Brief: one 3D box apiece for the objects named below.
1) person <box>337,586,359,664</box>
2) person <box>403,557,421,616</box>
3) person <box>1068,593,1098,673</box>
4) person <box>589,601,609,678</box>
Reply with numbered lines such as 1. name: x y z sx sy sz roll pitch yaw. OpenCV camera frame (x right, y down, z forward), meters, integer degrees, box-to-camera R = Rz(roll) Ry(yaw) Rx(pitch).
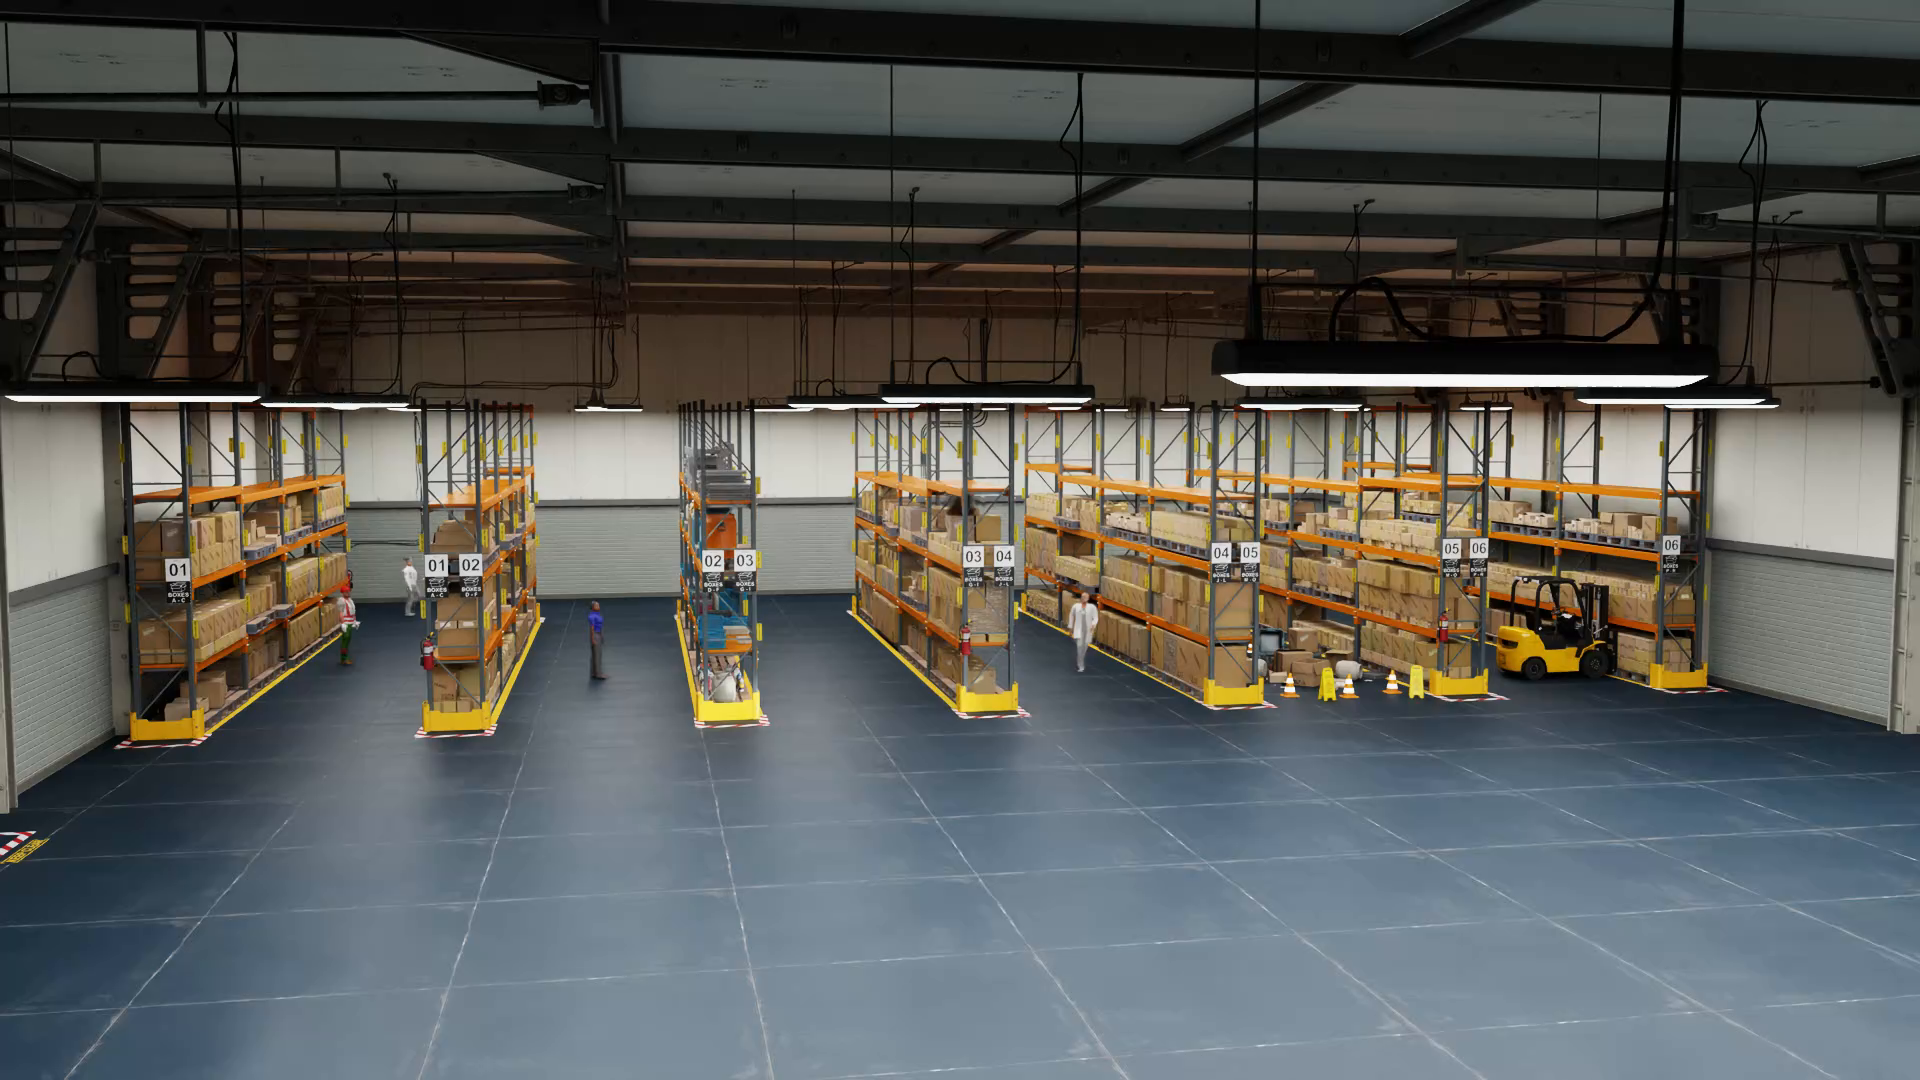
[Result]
1. person: -14.085 1.959 38.255 0.414 1.822 0.571 -1 4 -9
2. person: -15.542 1.310 47.155 0.441 1.678 0.502 0 4 -2
3. person: 2.778 2.084 37.278 0.600 1.813 0.942 -1 4 -9
4. person: -7.889 2.170 36.331 0.411 1.645 0.482 -1 4 -8
